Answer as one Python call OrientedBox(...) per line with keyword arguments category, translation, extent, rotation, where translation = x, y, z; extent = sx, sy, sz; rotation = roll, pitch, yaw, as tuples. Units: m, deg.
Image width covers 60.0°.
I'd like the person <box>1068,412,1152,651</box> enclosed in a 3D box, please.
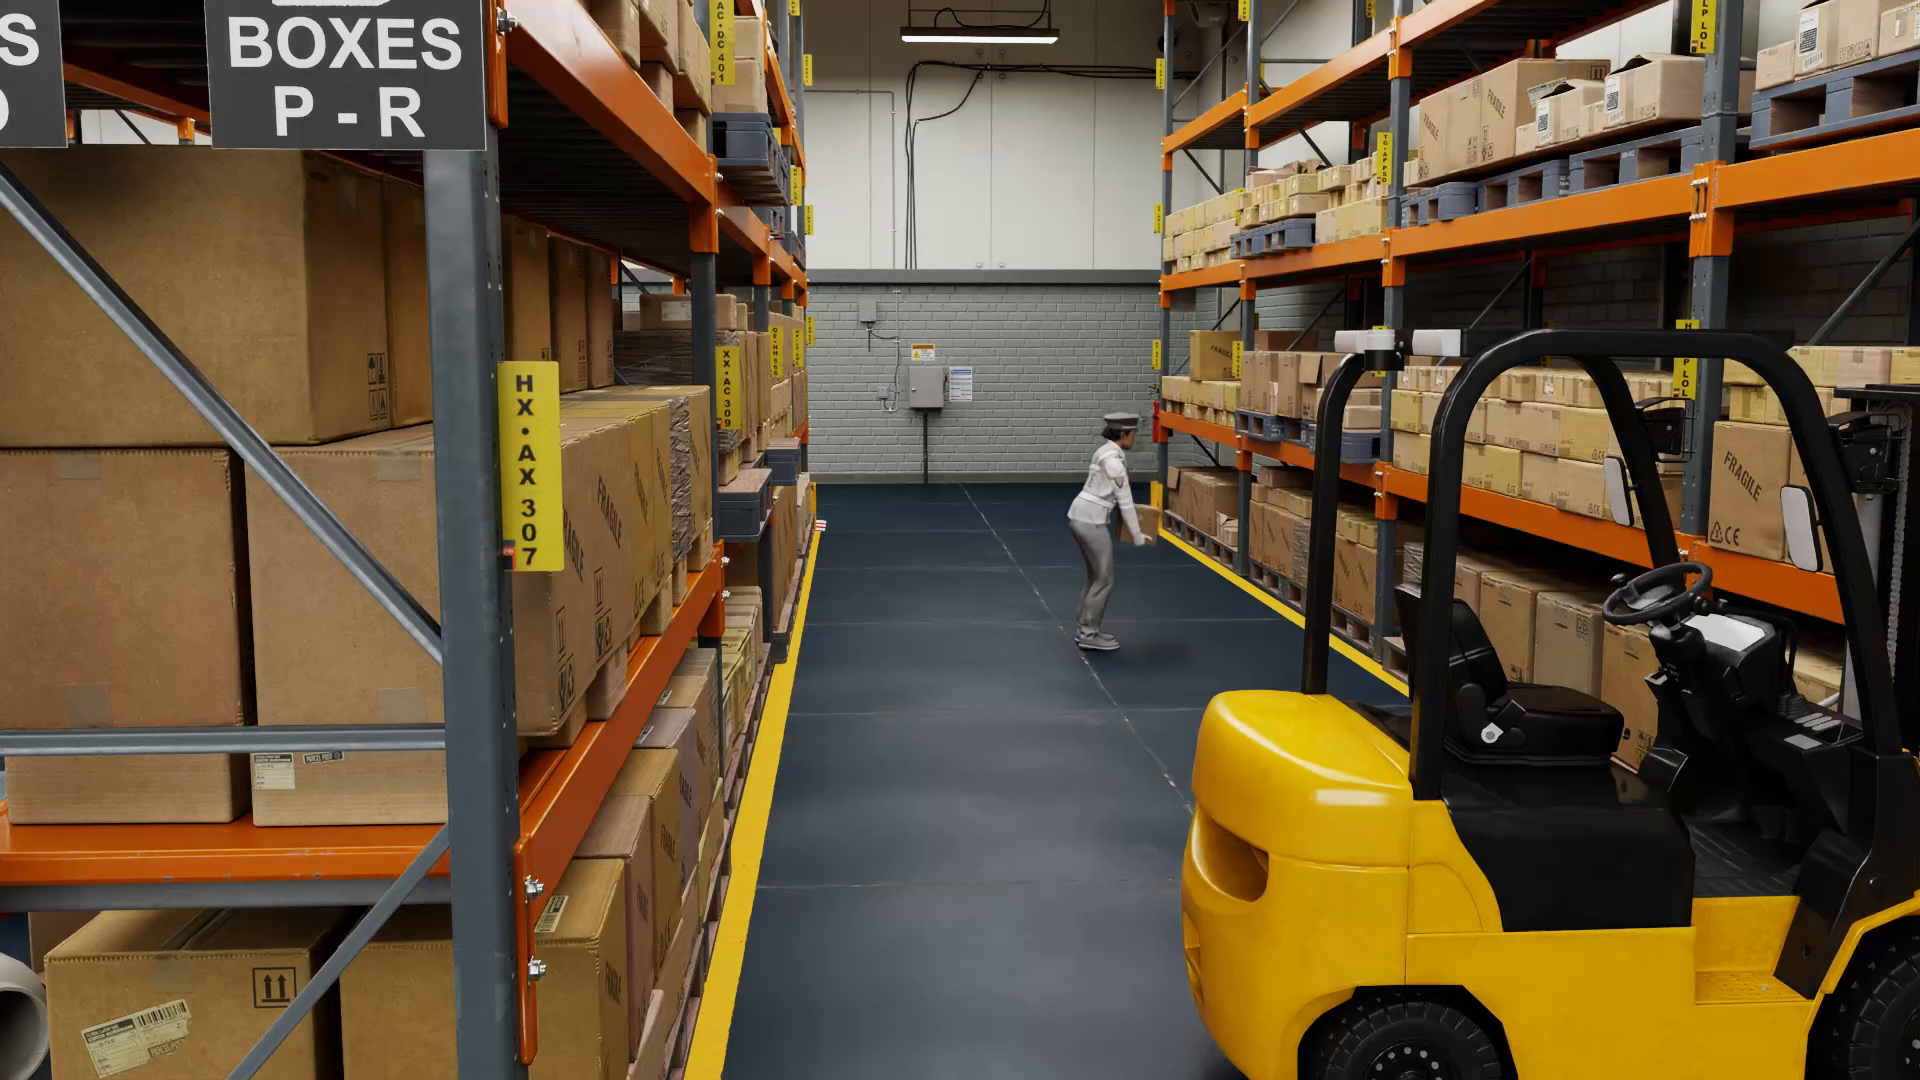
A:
OrientedBox(category="person", translation=(1.024, -0.067, 11.479), extent=(0.559, 1.630, 0.412), rotation=(-1, 7, -5))
